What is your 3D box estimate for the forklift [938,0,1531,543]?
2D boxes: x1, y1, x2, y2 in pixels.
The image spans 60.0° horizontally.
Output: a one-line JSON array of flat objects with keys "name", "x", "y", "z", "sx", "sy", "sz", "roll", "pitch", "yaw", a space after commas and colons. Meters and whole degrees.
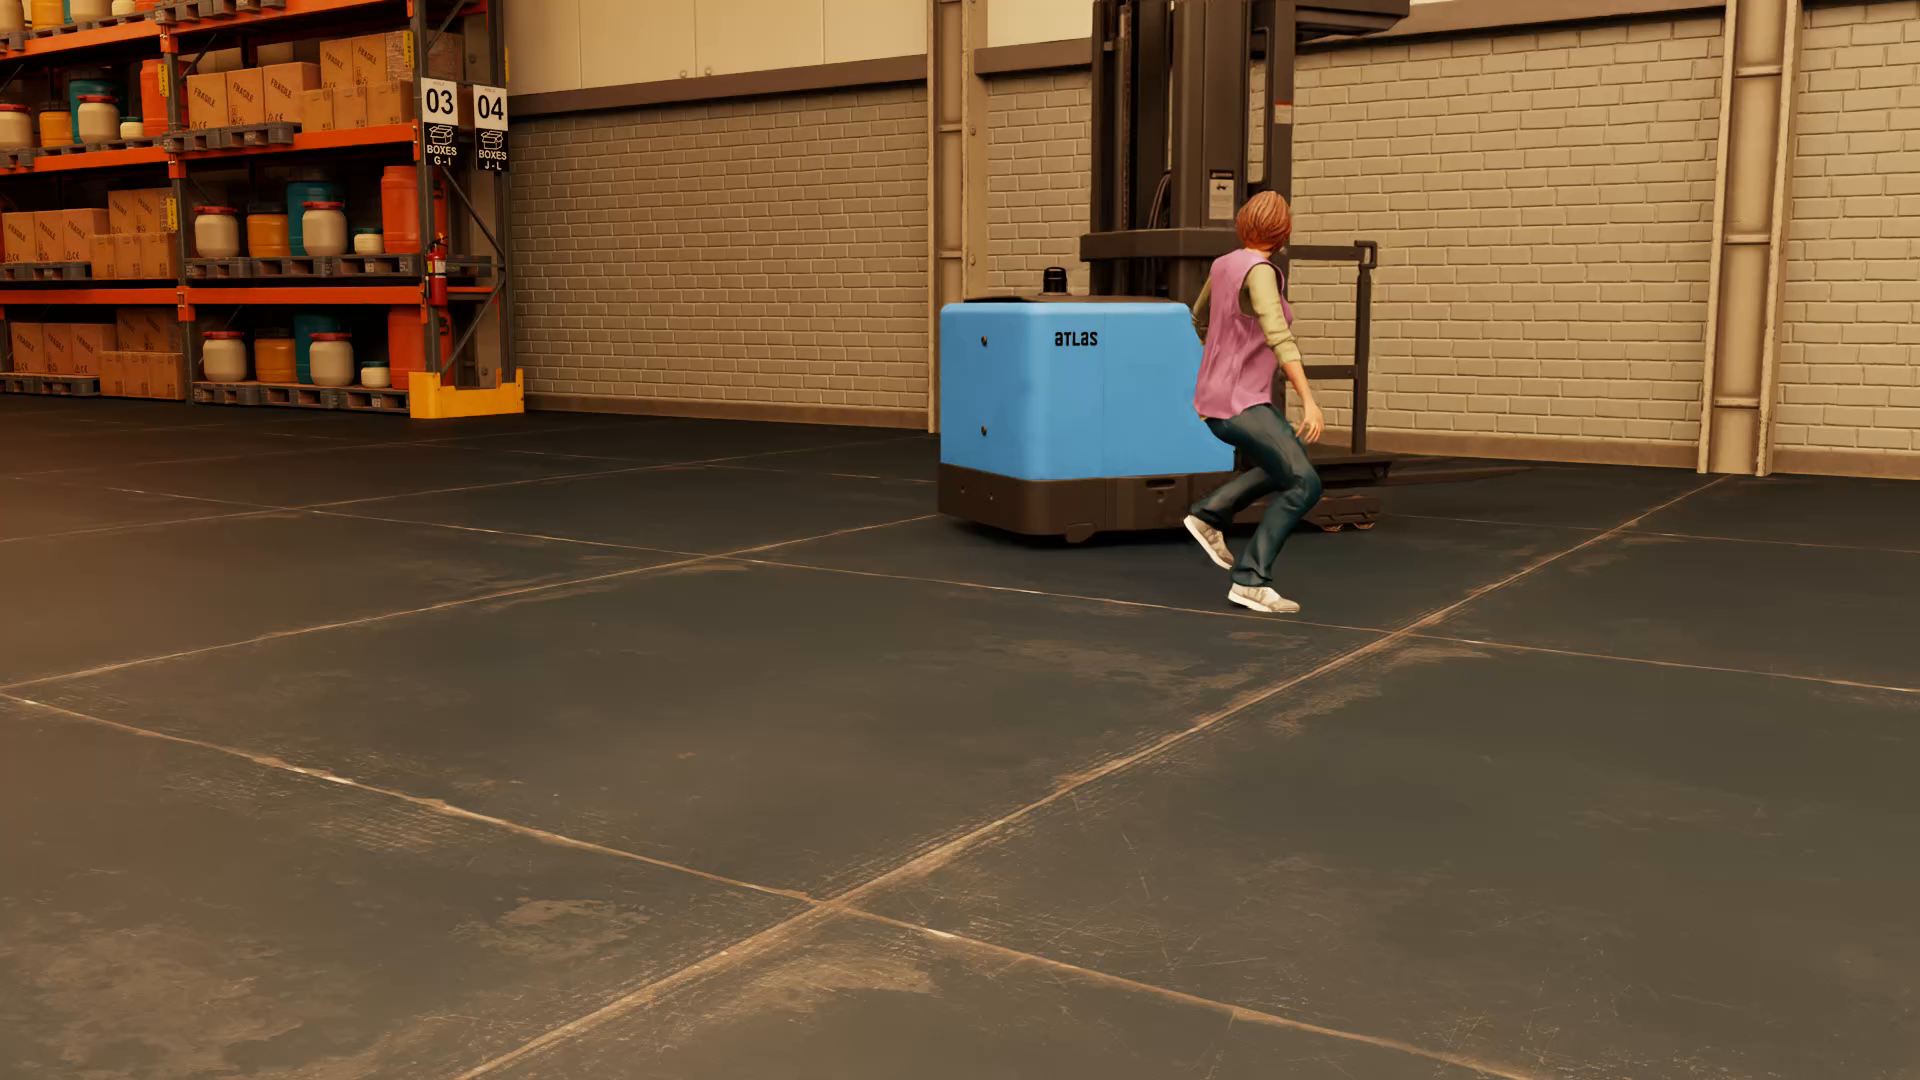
[{"name": "forklift", "x": 1.451, "y": -1.551, "z": 8.103, "sx": 3.031, "sy": 2.935, "sz": 1.130, "roll": -4, "pitch": 9, "yaw": -25}]

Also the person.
[{"name": "person", "x": 1.064, "y": -0.494, "z": 5.977, "sx": 0.456, "sy": 1.485, "sz": 0.845, "roll": 0, "pitch": 8, "yaw": 3}]
